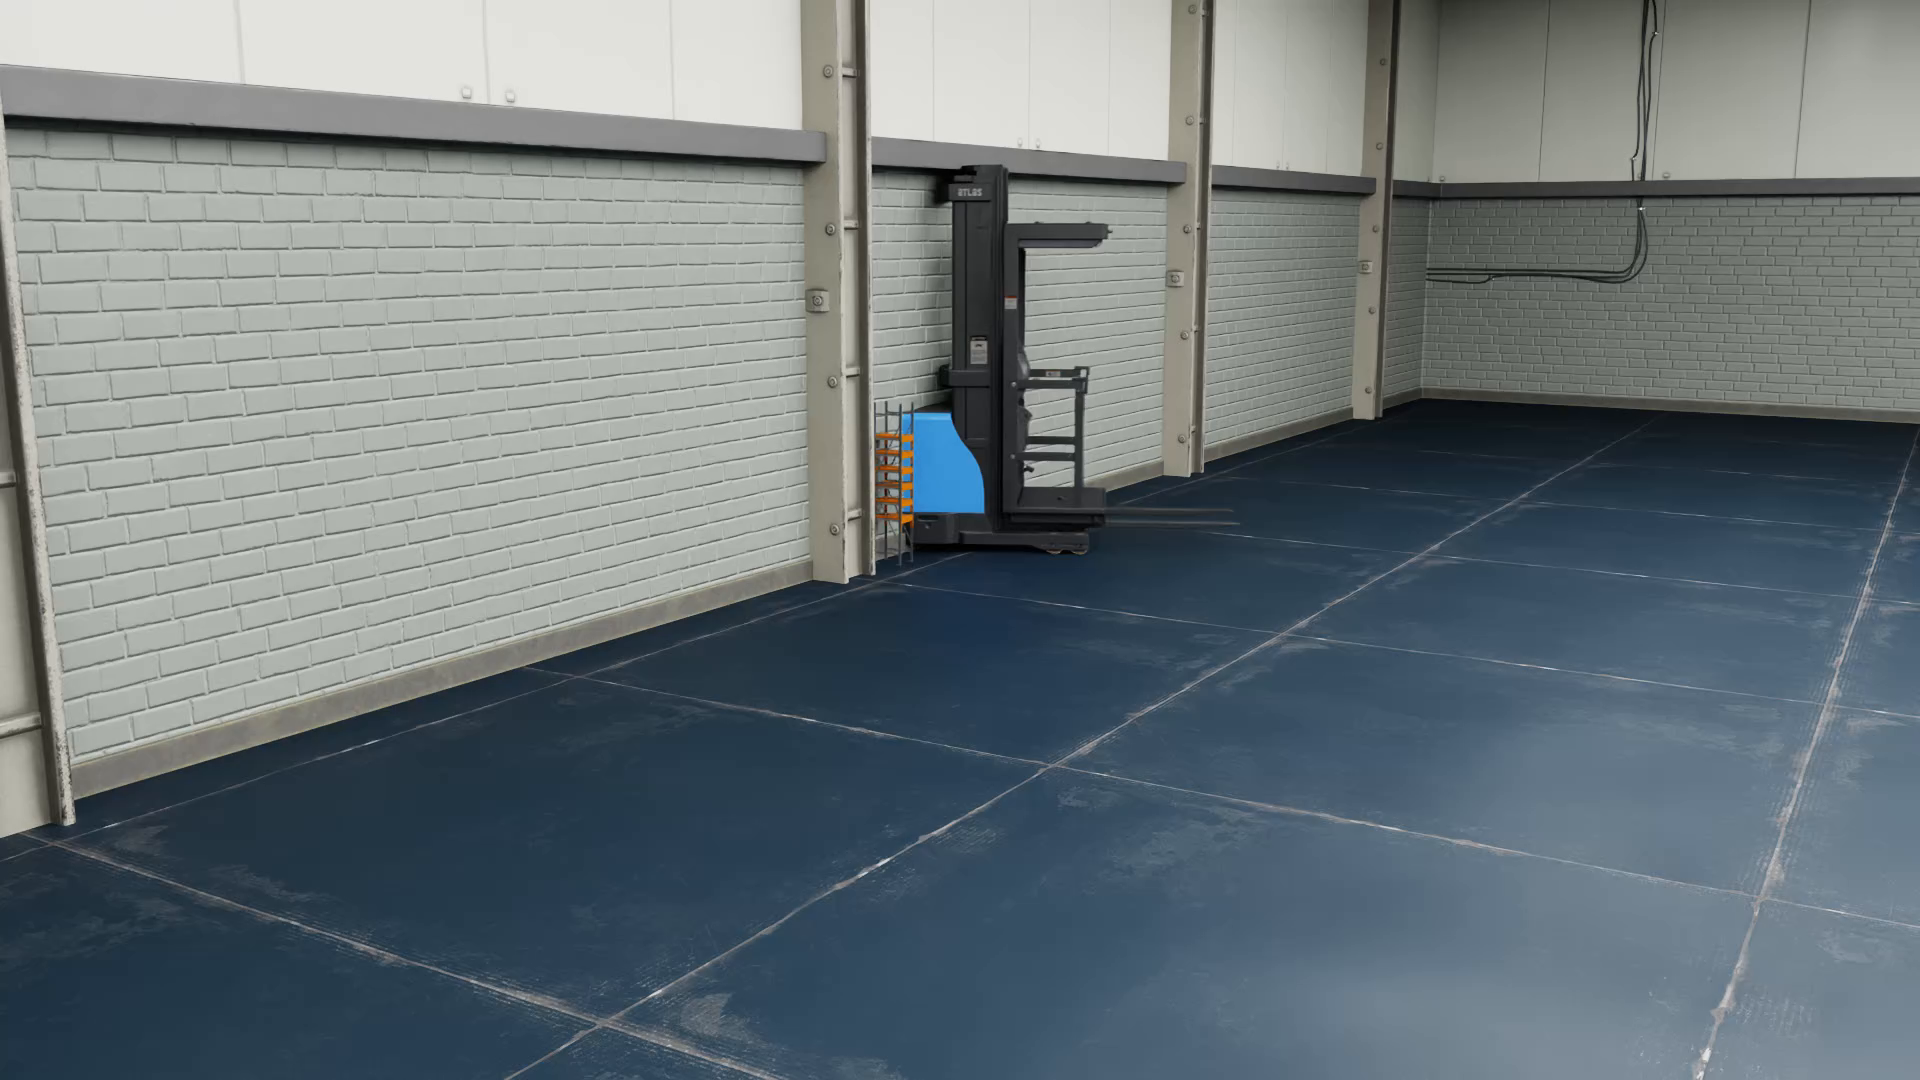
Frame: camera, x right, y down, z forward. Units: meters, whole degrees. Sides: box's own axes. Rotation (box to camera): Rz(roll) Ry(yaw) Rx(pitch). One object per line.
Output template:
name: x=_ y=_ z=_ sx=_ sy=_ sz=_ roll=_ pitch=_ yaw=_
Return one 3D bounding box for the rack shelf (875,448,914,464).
rack shelf: x=-0.496 y=-0.615 z=12.321 sx=0.258 sy=0.103 sz=0.180 roll=5 pitch=11 yaw=26

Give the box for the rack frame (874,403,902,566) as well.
rack frame: x=-0.538 y=-0.409 z=12.272 sx=0.240 sy=1.200 sz=0.006 roll=5 pitch=11 yaw=26

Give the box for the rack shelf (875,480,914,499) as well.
rack shelf: x=-0.498 y=-0.379 z=12.360 sx=0.258 sy=0.103 sz=0.180 roll=5 pitch=11 yaw=26

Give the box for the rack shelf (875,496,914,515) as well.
rack shelf: x=-0.499 y=-0.260 z=12.380 sx=0.258 sy=0.103 sz=0.180 roll=5 pitch=11 yaw=26

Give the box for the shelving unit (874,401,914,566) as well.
shelving unit: x=-0.498 y=-0.422 z=12.353 sx=0.258 sy=1.200 sz=0.189 roll=5 pitch=11 yaw=26

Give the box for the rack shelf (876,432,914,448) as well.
rack shelf: x=-0.494 y=-0.734 z=12.301 sx=0.258 sy=0.103 sz=0.180 roll=5 pitch=11 yaw=26

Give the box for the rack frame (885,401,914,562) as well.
rack frame: x=-0.457 y=-0.435 z=12.434 sx=0.240 sy=1.200 sz=0.006 roll=5 pitch=11 yaw=26

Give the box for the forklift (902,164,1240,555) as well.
forklift: x=0.682 y=-1.429 z=13.036 sx=3.031 sy=2.935 sz=1.130 roll=1 pitch=11 yaw=5

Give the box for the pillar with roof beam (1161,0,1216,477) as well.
pillar with roof beam: x=5.951 y=-4.693 z=13.980 sx=9.100 sy=9.000 sz=0.400 roll=6 pitch=12 yaw=31

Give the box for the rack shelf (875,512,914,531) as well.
rack shelf: x=-0.500 y=-0.142 z=12.400 sx=0.258 sy=0.103 sz=0.180 roll=5 pitch=11 yaw=26

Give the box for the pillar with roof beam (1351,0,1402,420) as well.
pillar with roof beam: x=9.066 y=-5.636 z=19.021 sx=9.100 sy=9.000 sz=0.400 roll=6 pitch=12 yaw=31

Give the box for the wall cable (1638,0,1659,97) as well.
wall cable: x=10.359 y=-7.082 z=21.458 sx=3.097 sy=2.526 sz=0.112 roll=6 pitch=12 yaw=31

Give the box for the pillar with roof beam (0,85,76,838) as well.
pillar with roof beam: x=-0.279 y=-2.805 z=3.899 sx=9.100 sy=9.000 sz=0.400 roll=6 pitch=12 yaw=31

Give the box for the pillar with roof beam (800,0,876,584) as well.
pillar with roof beam: x=2.836 y=-3.749 z=8.940 sx=9.100 sy=9.000 sz=0.400 roll=6 pitch=12 yaw=31

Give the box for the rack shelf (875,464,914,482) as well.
rack shelf: x=-0.497 y=-0.497 z=12.341 sx=0.258 sy=0.103 sz=0.180 roll=5 pitch=11 yaw=26

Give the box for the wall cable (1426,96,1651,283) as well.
wall cable: x=8.047 y=-4.858 z=23.303 sx=3.097 sy=2.526 sz=0.112 roll=6 pitch=12 yaw=31
